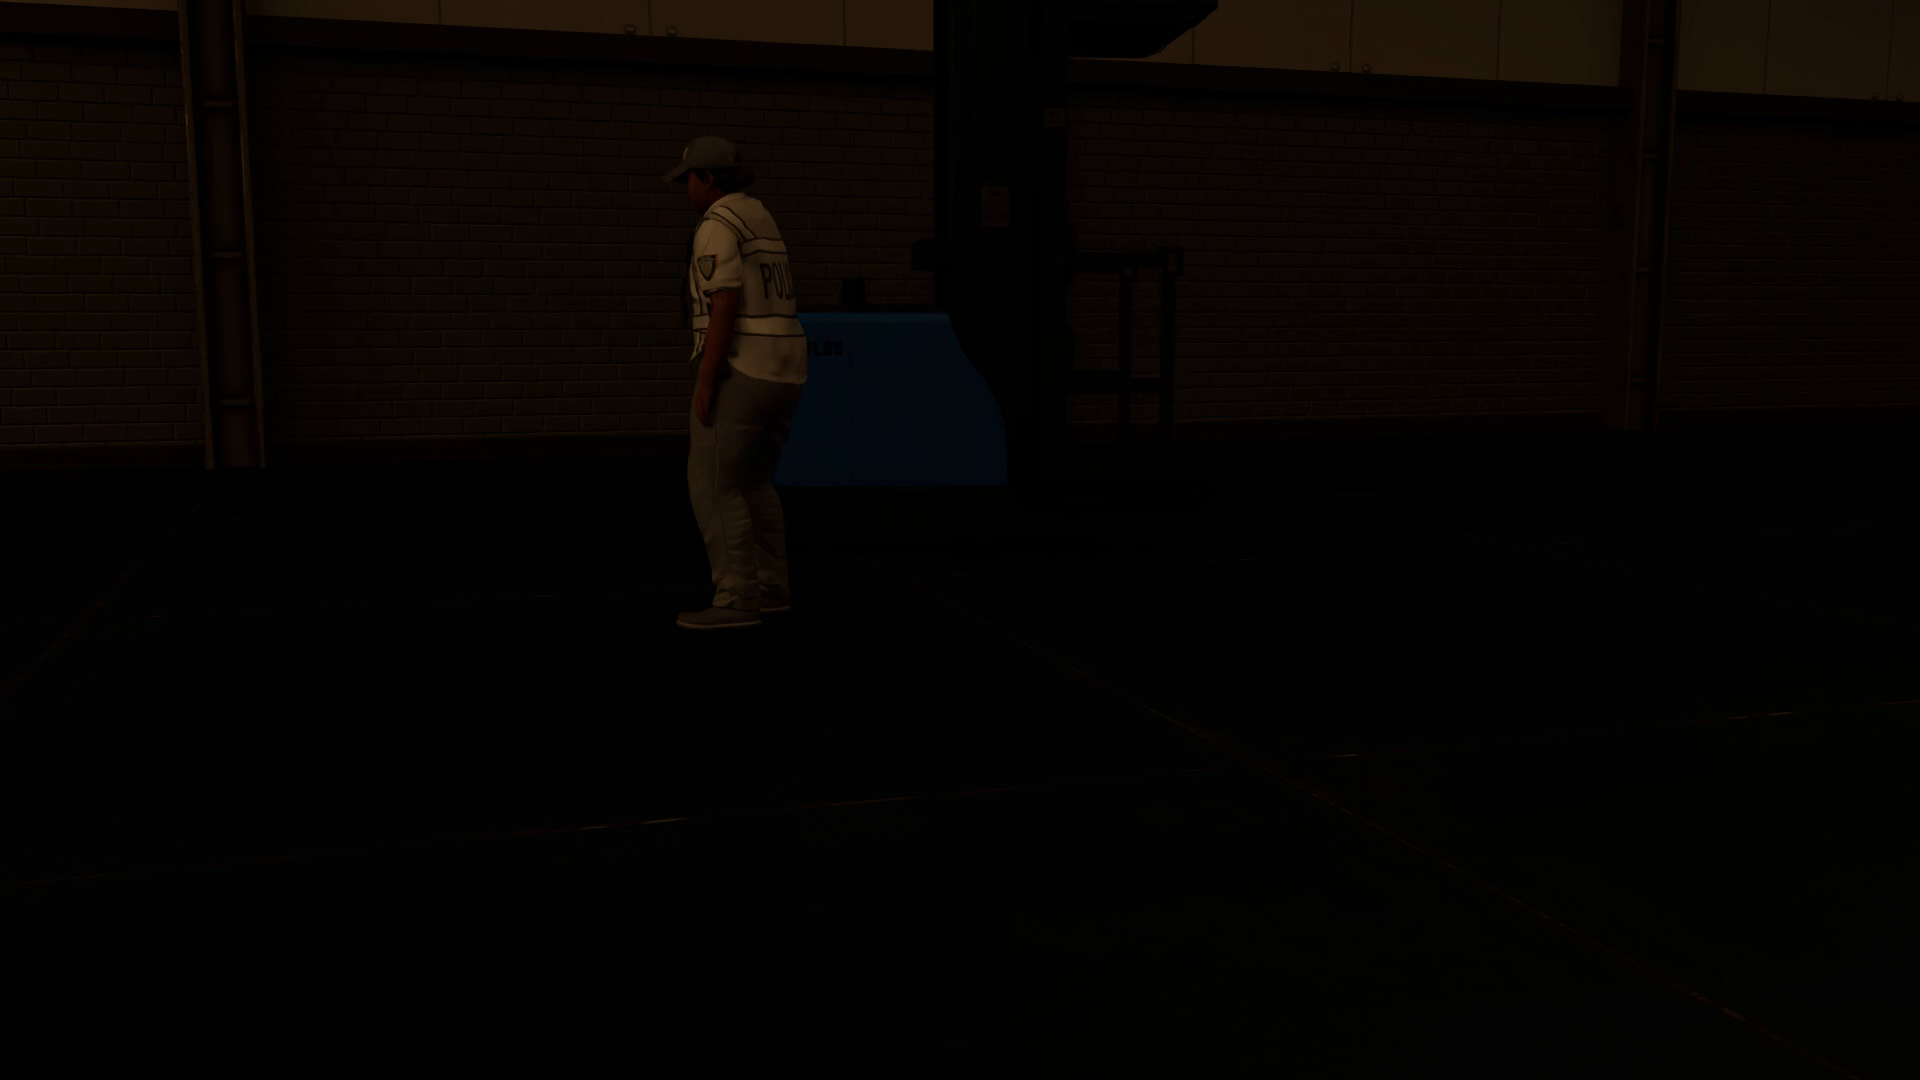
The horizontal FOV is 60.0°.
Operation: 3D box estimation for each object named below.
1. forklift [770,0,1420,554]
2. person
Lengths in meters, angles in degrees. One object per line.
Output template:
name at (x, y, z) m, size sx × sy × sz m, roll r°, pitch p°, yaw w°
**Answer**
forklift at (0.614, -1.462, 7.796) m, size 3.031 × 2.935 × 1.130 m, roll -1°, pitch 8°, yaw -5°
person at (-0.743, -0.528, 5.694) m, size 0.405 × 1.650 × 0.542 m, roll 2°, pitch 8°, yaw 16°
